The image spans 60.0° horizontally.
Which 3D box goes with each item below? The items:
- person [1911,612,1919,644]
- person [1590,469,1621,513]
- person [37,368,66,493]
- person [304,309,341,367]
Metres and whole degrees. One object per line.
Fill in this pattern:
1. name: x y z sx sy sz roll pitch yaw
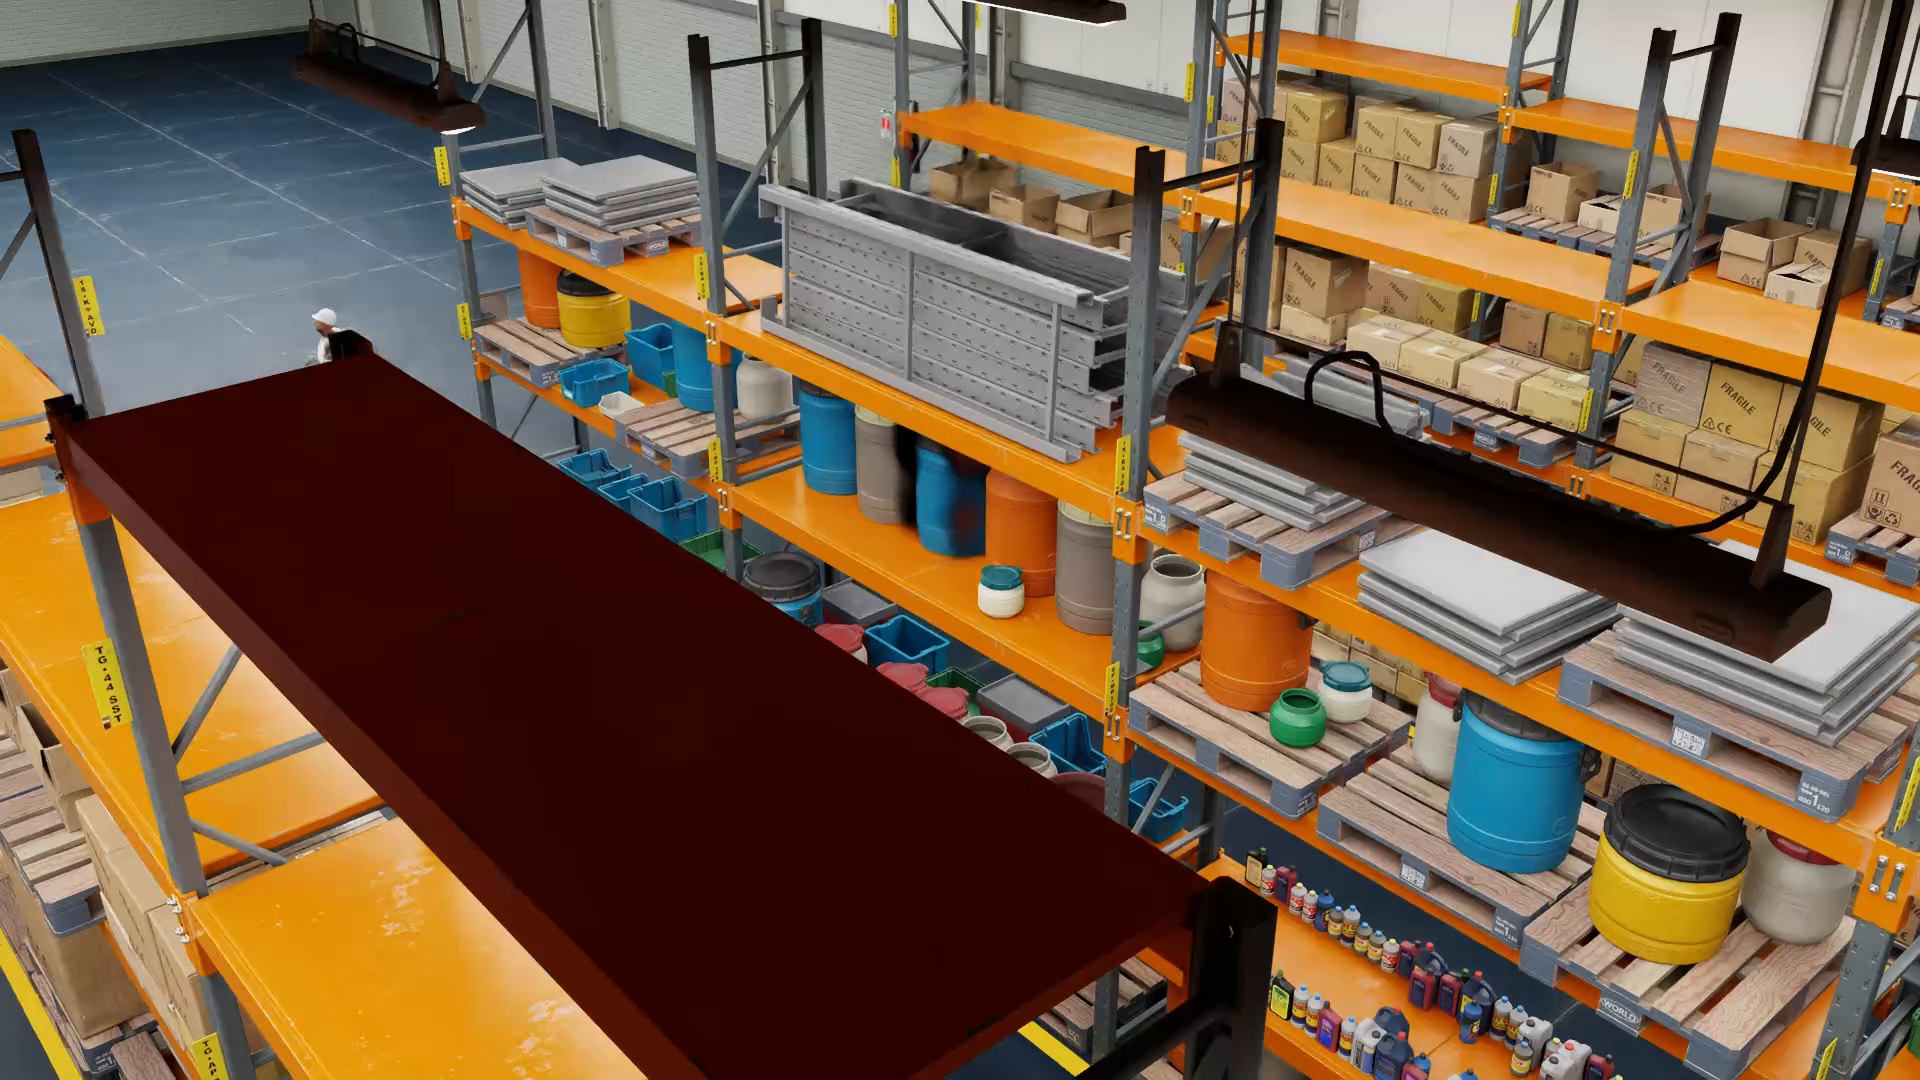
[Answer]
1. person: 8.003 0.852 14.085 0.491 1.643 0.561 22 34 36
2. person: 5.703 0.184 15.348 0.628 1.792 0.778 -22 34 -36
3. person: -10.148 -1.239 18.106 0.875 1.788 0.634 -9 28 -16
4. person: -7.098 -1.815 19.182 0.982 1.787 0.691 -8 28 -16
